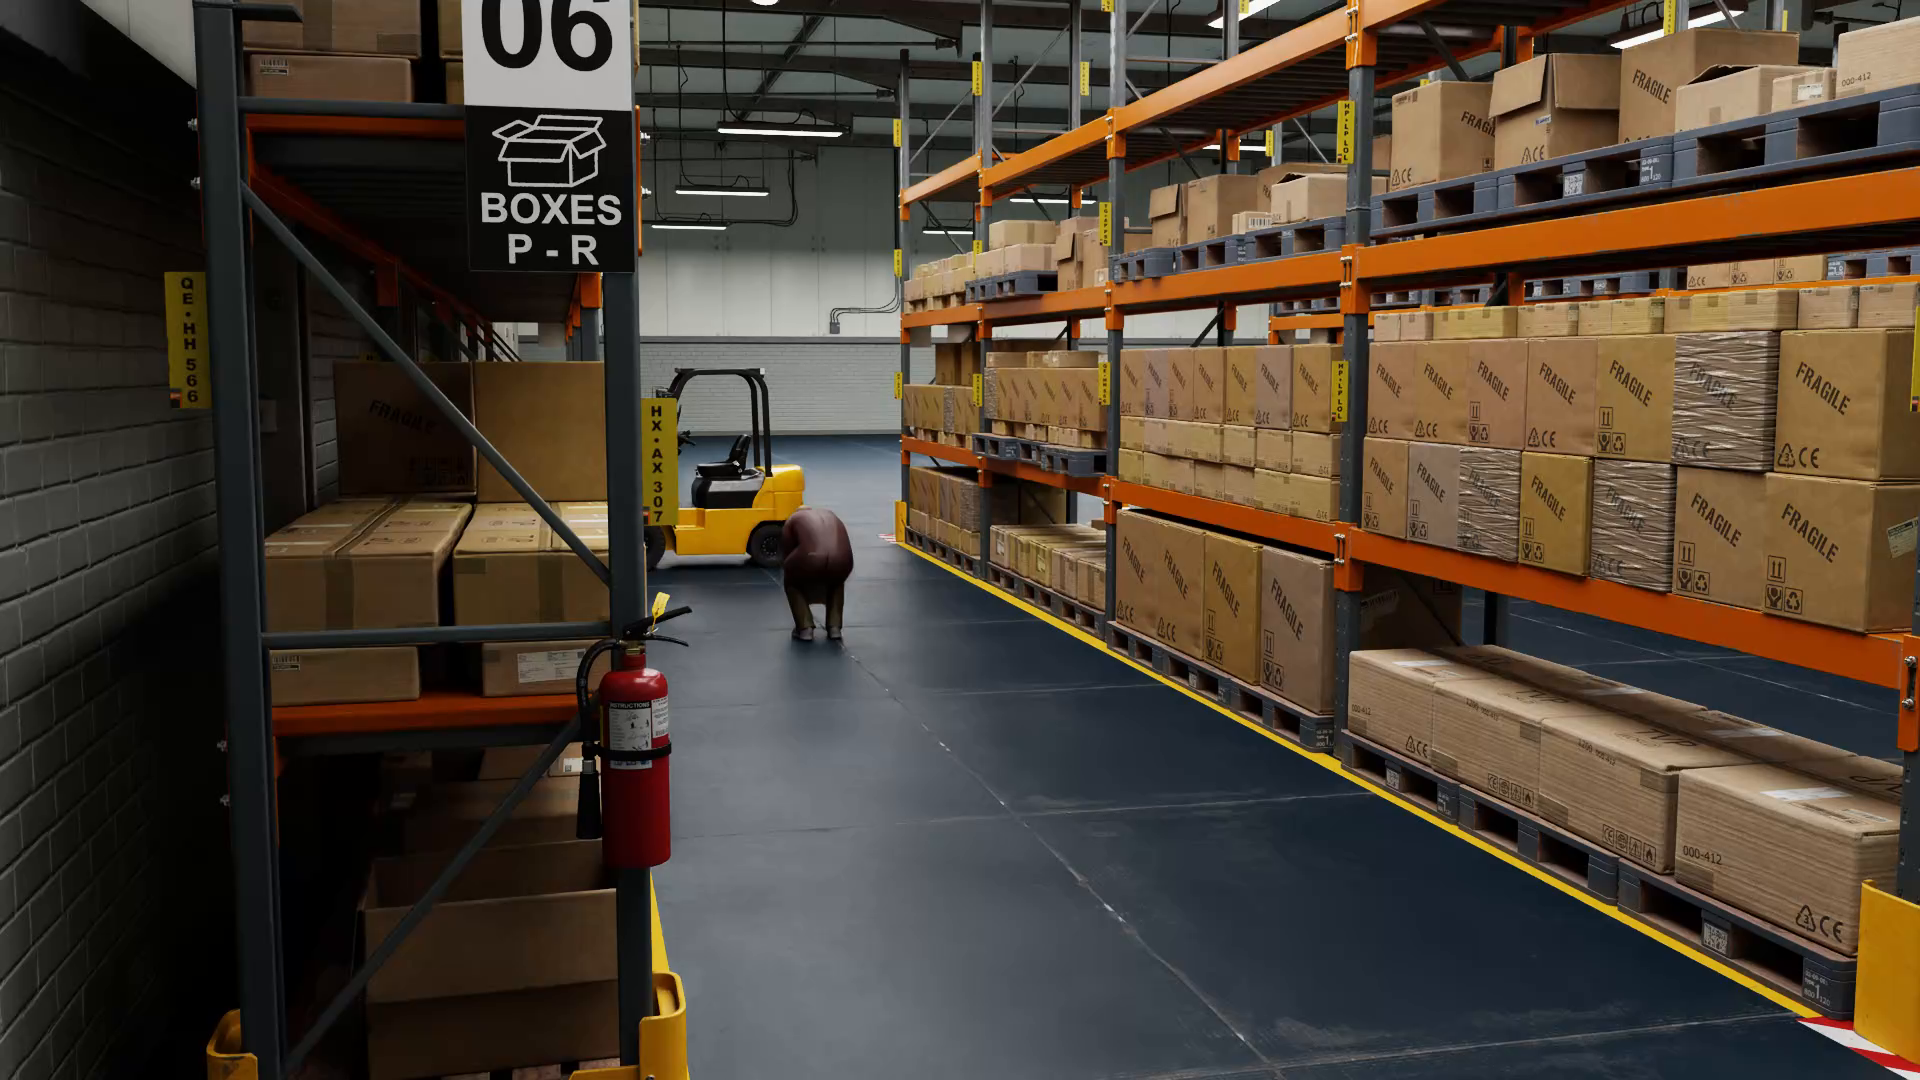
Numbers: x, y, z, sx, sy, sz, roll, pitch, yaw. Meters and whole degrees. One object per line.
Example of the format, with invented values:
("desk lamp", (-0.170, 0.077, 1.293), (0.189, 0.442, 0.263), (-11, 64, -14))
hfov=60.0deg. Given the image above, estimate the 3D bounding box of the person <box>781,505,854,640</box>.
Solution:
("person", (-1.171, 0.260, 13.482), (0.591, 1.031, 0.939), (-2, 6, -16))
